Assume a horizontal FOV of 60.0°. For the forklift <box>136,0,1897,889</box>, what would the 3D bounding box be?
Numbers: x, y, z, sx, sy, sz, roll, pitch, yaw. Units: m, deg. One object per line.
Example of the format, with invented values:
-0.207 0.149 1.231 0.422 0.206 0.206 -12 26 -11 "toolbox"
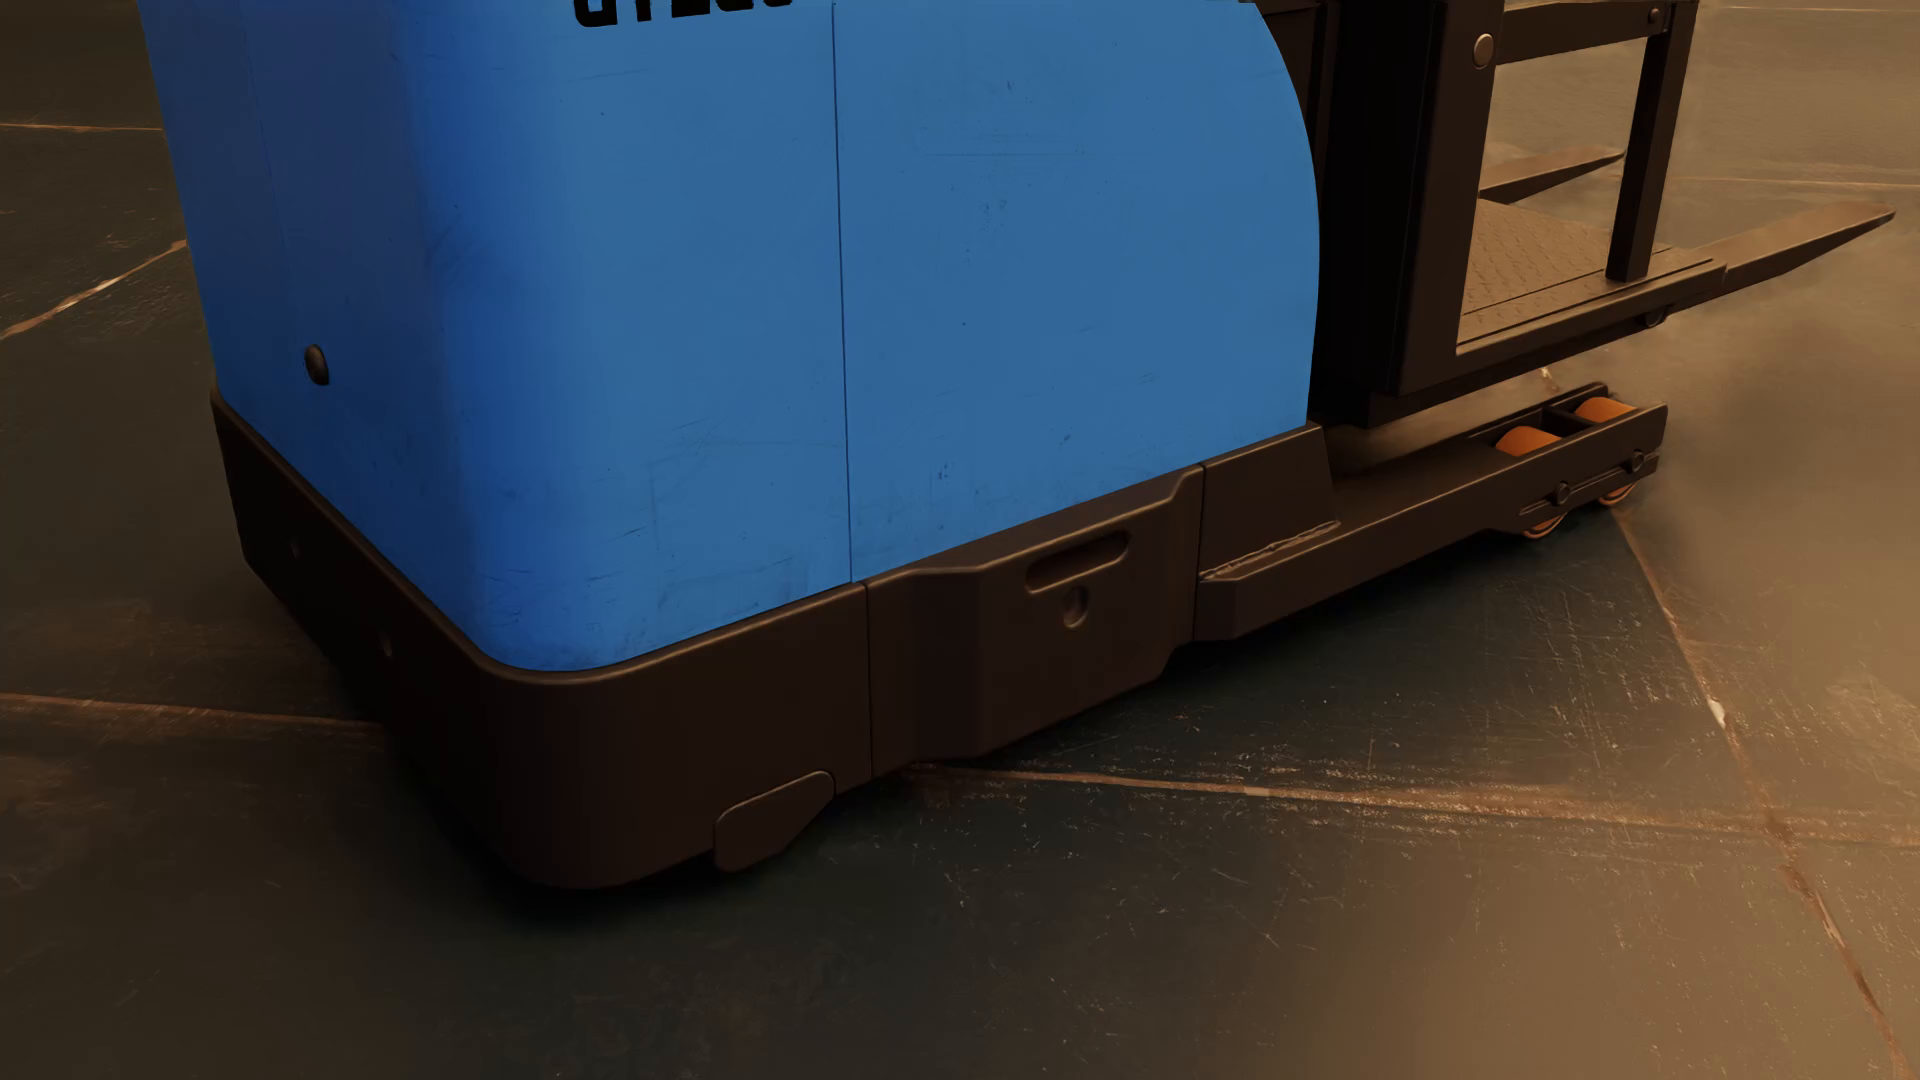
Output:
0.479 -1.481 2.185 3.031 2.935 1.130 -19 32 -33 "forklift"
